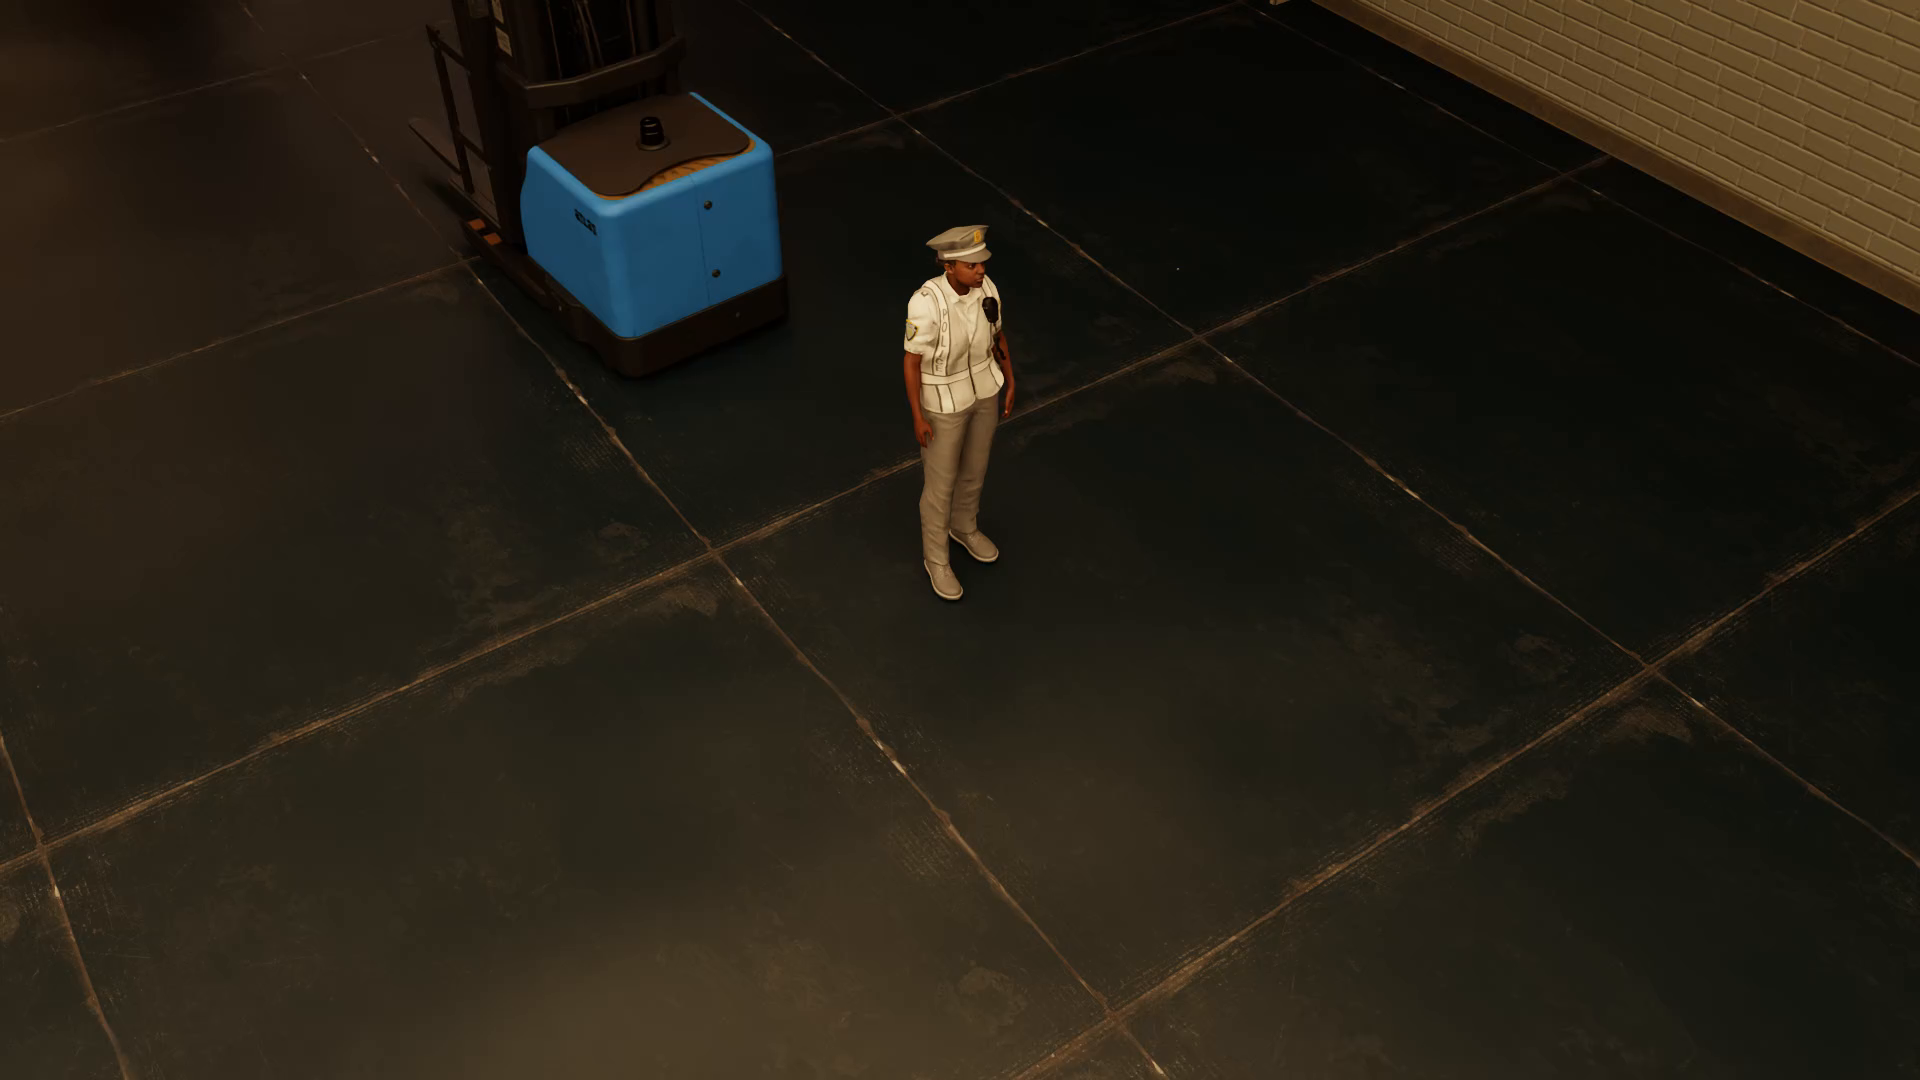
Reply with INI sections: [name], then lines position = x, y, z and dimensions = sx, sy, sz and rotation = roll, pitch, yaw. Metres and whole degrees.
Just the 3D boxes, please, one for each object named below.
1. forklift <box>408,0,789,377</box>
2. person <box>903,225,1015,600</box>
[forklift]
position = -2.250, -2.872, 8.832
dimensions = 1.130, 2.935, 3.031
rotation = -28, 50, -27
[person]
position = 0.027, -0.578, 7.246
dimensions = 0.569, 1.693, 0.528
rotation = -25, 48, -25
